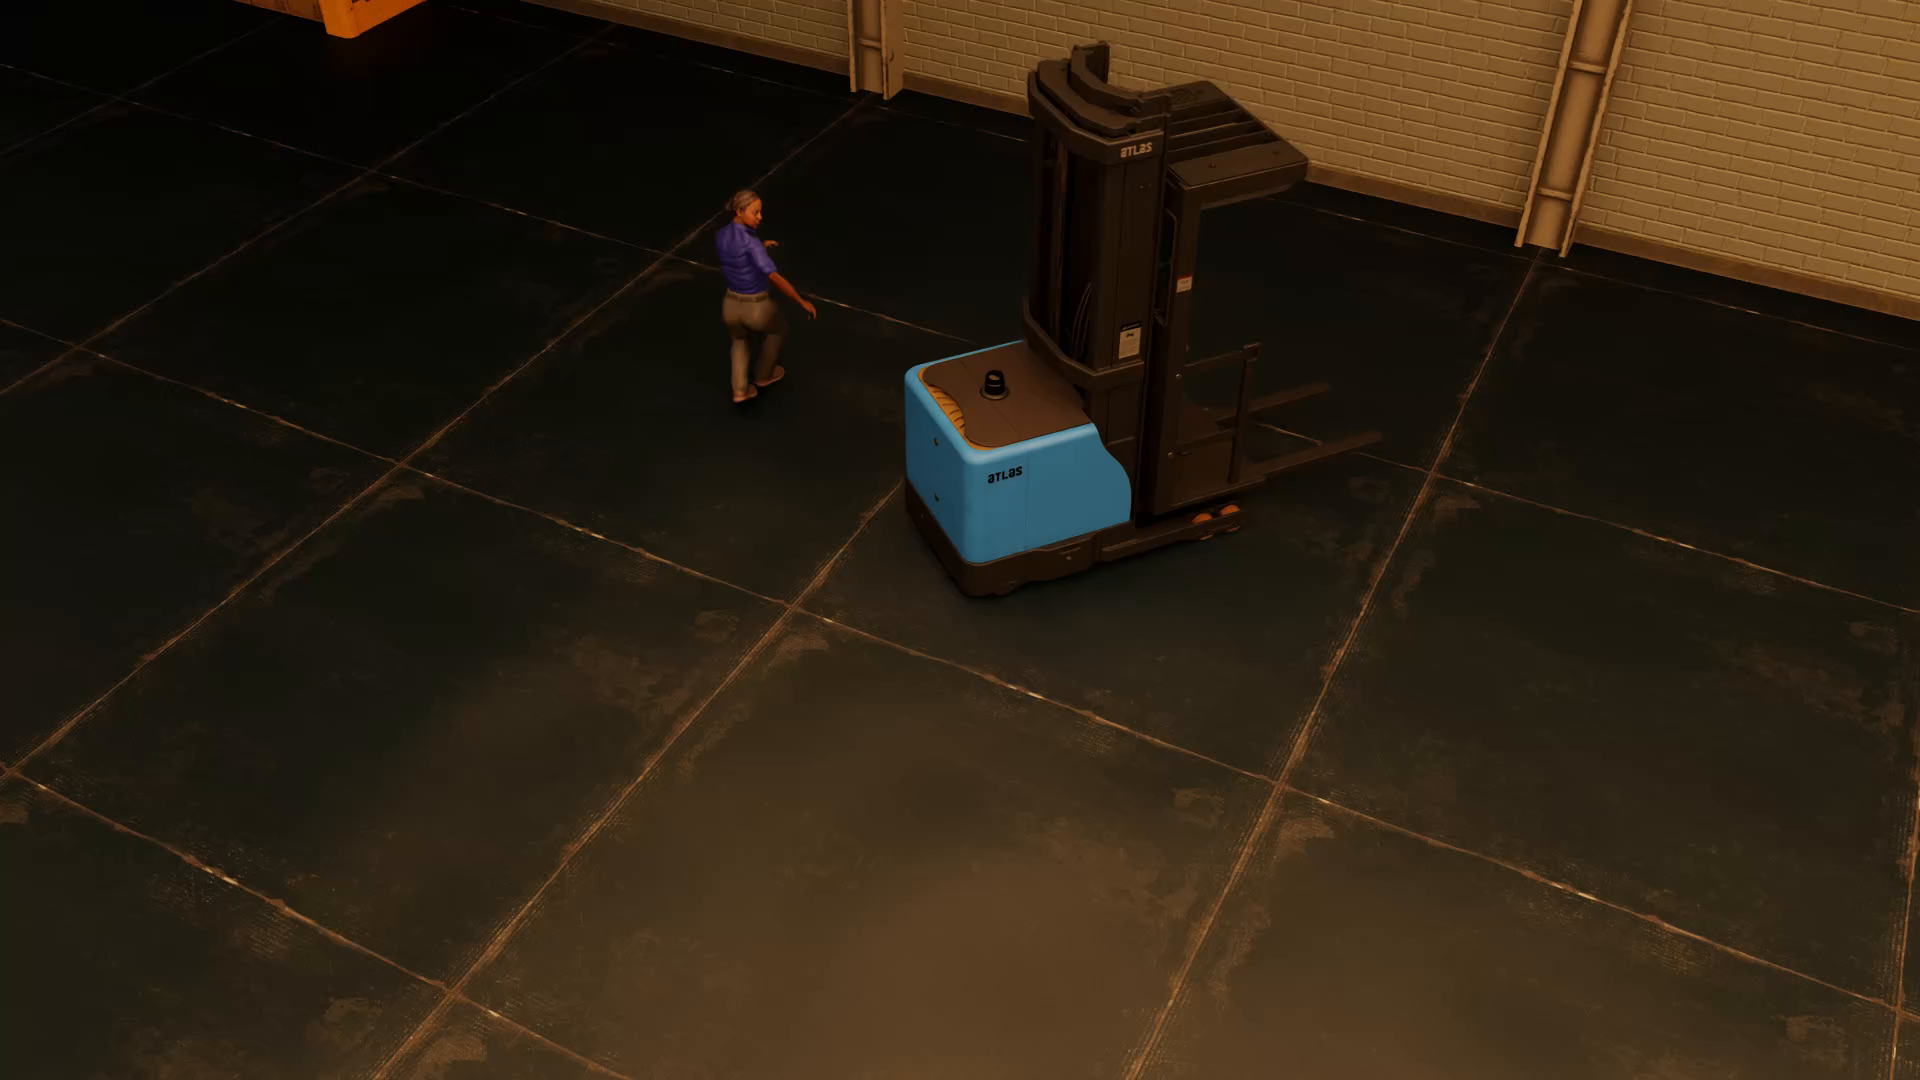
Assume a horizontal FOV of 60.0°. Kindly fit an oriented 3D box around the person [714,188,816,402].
[{"bbox_3d":[-1.270,-1.612,10.999,0.799,1.531,0.815,18,43,20],"label":"person"}]

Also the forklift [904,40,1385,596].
[{"bbox_3d":[1.219,-1.417,9.669,3.031,2.935,1.130,-16,43,-18],"label":"forklift"}]
